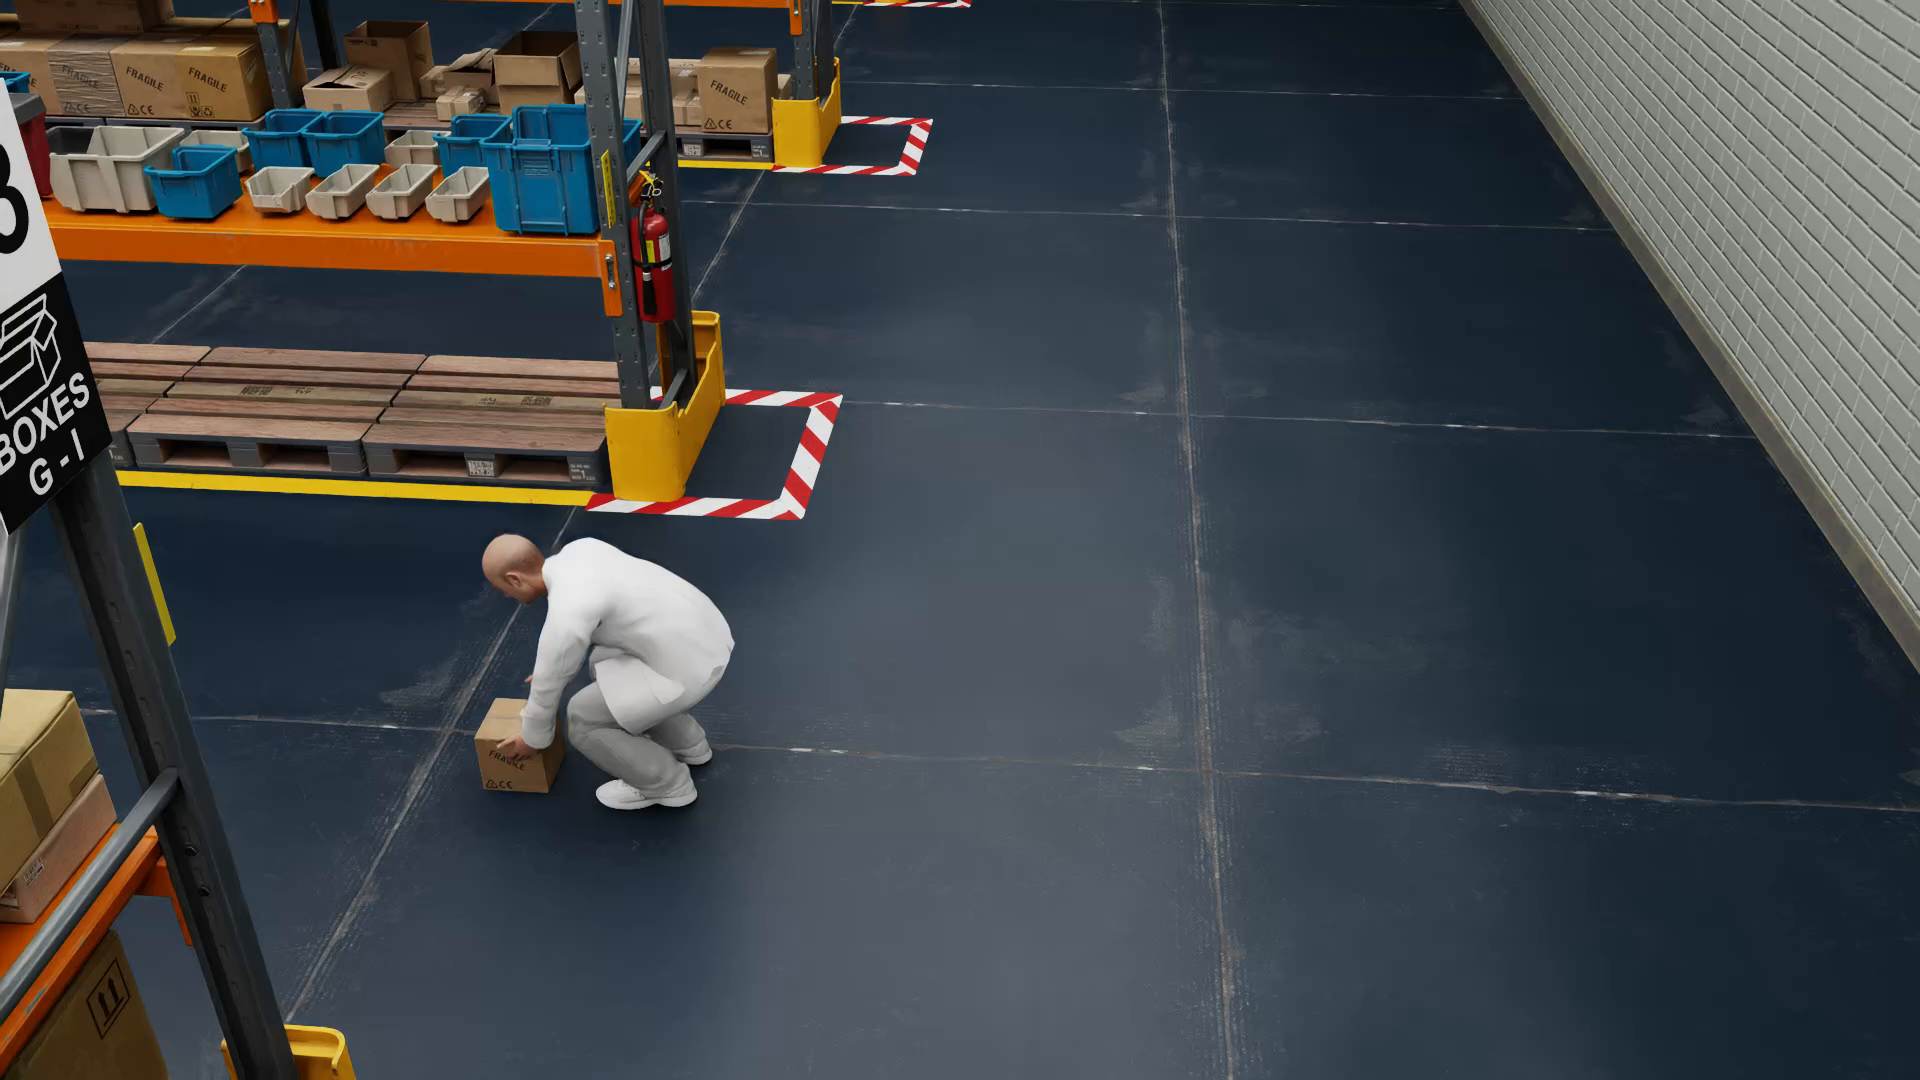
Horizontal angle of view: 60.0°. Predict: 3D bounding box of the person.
[{"bbox_3d":[-1.259,0.452,6.064,0.867,1.099,0.617,2,32,4],"label":"person"}]
